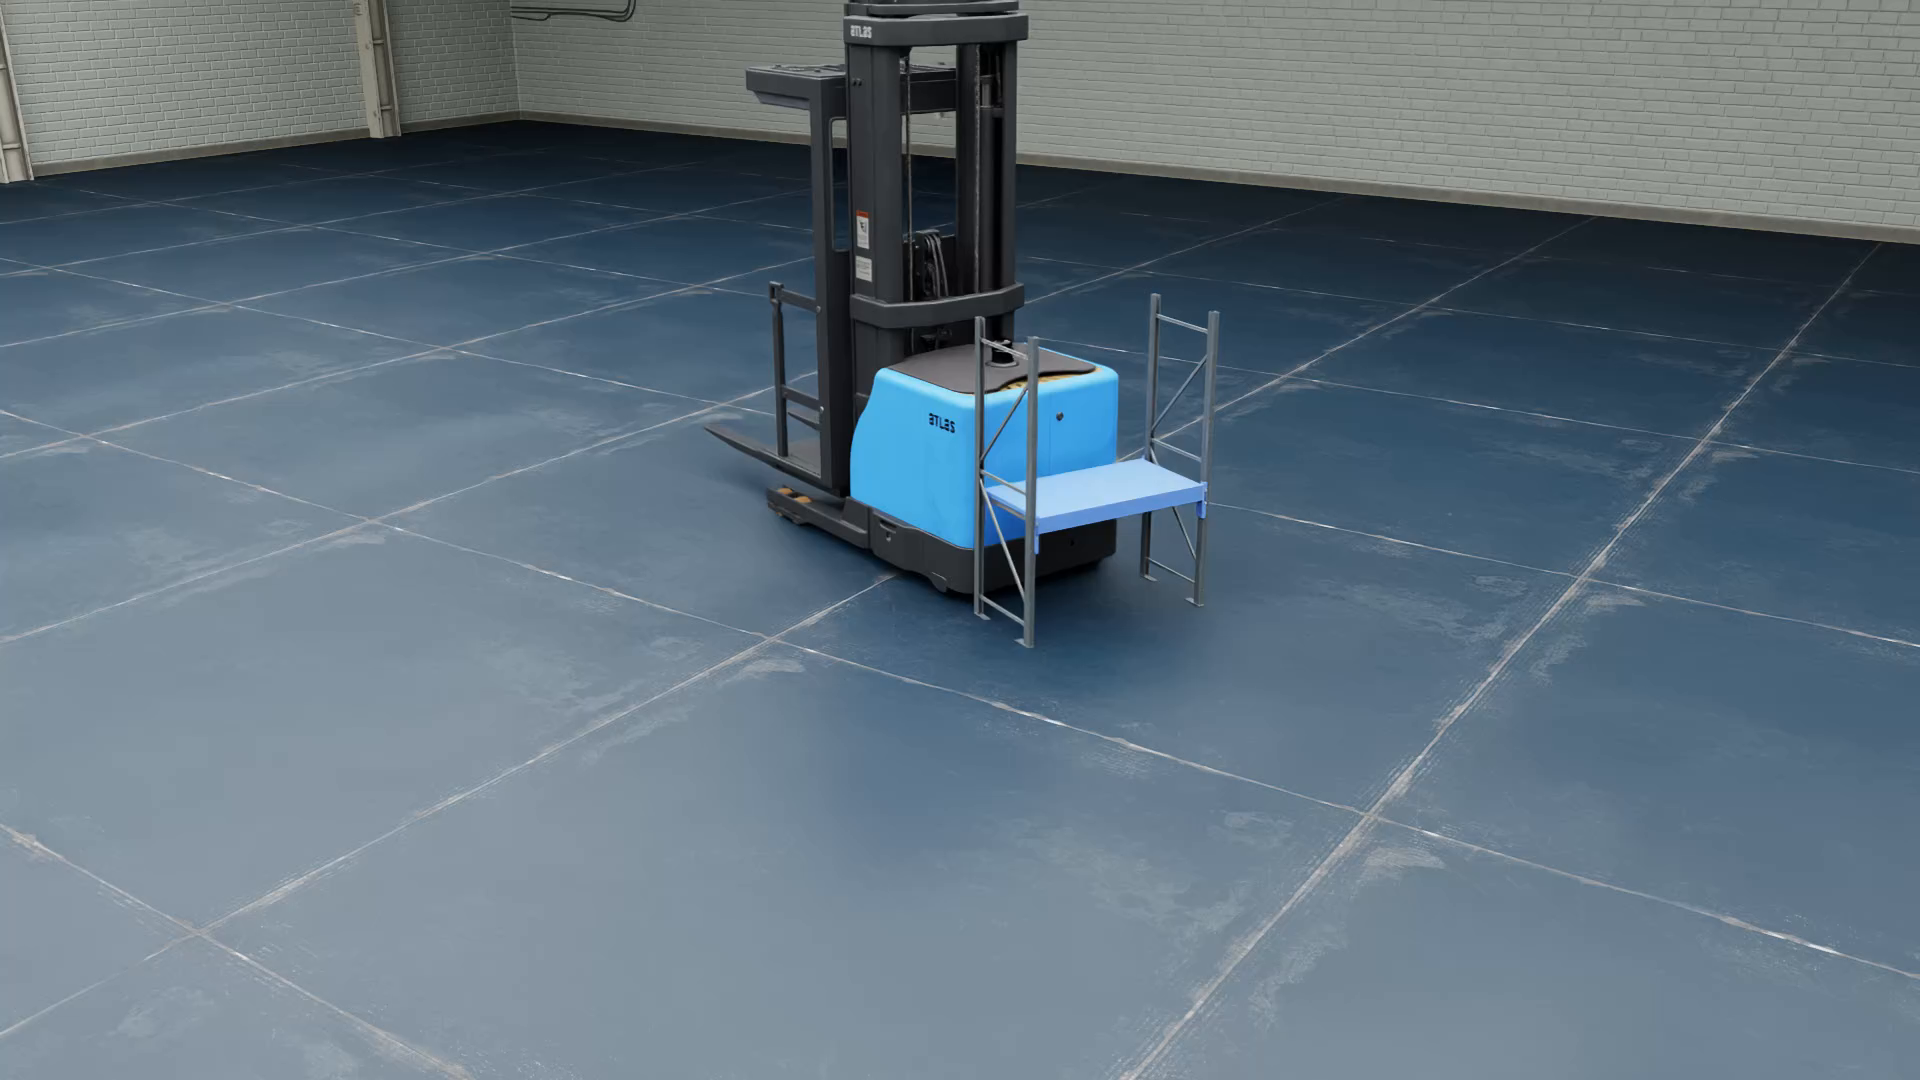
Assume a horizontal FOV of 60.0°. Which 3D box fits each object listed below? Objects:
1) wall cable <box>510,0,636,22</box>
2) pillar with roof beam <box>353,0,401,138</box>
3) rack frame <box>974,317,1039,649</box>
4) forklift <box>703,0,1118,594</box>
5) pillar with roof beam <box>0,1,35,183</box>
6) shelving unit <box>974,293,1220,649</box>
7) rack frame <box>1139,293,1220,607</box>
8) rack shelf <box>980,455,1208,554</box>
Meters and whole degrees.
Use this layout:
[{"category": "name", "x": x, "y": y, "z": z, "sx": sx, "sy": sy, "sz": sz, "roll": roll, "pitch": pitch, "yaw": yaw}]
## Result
[{"category": "wall cable", "x": -6.562, "y": -9.892, "z": 27.513, "sx": 3.097, "sy": 2.526, "sz": 0.112, "roll": 13, "pitch": 24, "yaw": 32}, {"category": "pillar with roof beam", "x": -5.751, "y": -9.922, "z": 23.117, "sx": 9.100, "sy": 9.000, "sz": 0.400, "roll": 13, "pitch": 24, "yaw": 32}, {"category": "rack frame", "x": 0.210, "y": -0.263, "z": 7.814, "sx": 0.032, "sy": 1.500, "sz": 0.500, "roll": -12, "pitch": 23, "yaw": -29}, {"category": "forklift", "x": -0.459, "y": -1.549, "z": 9.228, "sx": 1.130, "sy": 2.935, "sz": 3.031, "roll": -15, "pitch": 25, "yaw": -35}, {"category": "pillar with roof beam", "x": -9.124, "y": -8.200, "z": 18.463, "sx": 9.100, "sy": 9.000, "sz": 0.400, "roll": 13, "pitch": 24, "yaw": 32}, {"category": "shelving unit", "x": 0.648, "y": -0.353, "z": 8.057, "sx": 1.048, "sy": 1.500, "sz": 0.538, "roll": -12, "pitch": 23, "yaw": -29}, {"category": "rack frame", "x": 1.085, "y": -0.443, "z": 8.300, "sx": 0.032, "sy": 1.500, "sz": 0.500, "roll": -12, "pitch": 23, "yaw": -29}, {"category": "rack shelf", "x": 0.648, "y": -0.184, "z": 8.119, "sx": 1.000, "sy": 0.185, "sz": 0.538, "roll": -12, "pitch": 23, "yaw": -29}]
